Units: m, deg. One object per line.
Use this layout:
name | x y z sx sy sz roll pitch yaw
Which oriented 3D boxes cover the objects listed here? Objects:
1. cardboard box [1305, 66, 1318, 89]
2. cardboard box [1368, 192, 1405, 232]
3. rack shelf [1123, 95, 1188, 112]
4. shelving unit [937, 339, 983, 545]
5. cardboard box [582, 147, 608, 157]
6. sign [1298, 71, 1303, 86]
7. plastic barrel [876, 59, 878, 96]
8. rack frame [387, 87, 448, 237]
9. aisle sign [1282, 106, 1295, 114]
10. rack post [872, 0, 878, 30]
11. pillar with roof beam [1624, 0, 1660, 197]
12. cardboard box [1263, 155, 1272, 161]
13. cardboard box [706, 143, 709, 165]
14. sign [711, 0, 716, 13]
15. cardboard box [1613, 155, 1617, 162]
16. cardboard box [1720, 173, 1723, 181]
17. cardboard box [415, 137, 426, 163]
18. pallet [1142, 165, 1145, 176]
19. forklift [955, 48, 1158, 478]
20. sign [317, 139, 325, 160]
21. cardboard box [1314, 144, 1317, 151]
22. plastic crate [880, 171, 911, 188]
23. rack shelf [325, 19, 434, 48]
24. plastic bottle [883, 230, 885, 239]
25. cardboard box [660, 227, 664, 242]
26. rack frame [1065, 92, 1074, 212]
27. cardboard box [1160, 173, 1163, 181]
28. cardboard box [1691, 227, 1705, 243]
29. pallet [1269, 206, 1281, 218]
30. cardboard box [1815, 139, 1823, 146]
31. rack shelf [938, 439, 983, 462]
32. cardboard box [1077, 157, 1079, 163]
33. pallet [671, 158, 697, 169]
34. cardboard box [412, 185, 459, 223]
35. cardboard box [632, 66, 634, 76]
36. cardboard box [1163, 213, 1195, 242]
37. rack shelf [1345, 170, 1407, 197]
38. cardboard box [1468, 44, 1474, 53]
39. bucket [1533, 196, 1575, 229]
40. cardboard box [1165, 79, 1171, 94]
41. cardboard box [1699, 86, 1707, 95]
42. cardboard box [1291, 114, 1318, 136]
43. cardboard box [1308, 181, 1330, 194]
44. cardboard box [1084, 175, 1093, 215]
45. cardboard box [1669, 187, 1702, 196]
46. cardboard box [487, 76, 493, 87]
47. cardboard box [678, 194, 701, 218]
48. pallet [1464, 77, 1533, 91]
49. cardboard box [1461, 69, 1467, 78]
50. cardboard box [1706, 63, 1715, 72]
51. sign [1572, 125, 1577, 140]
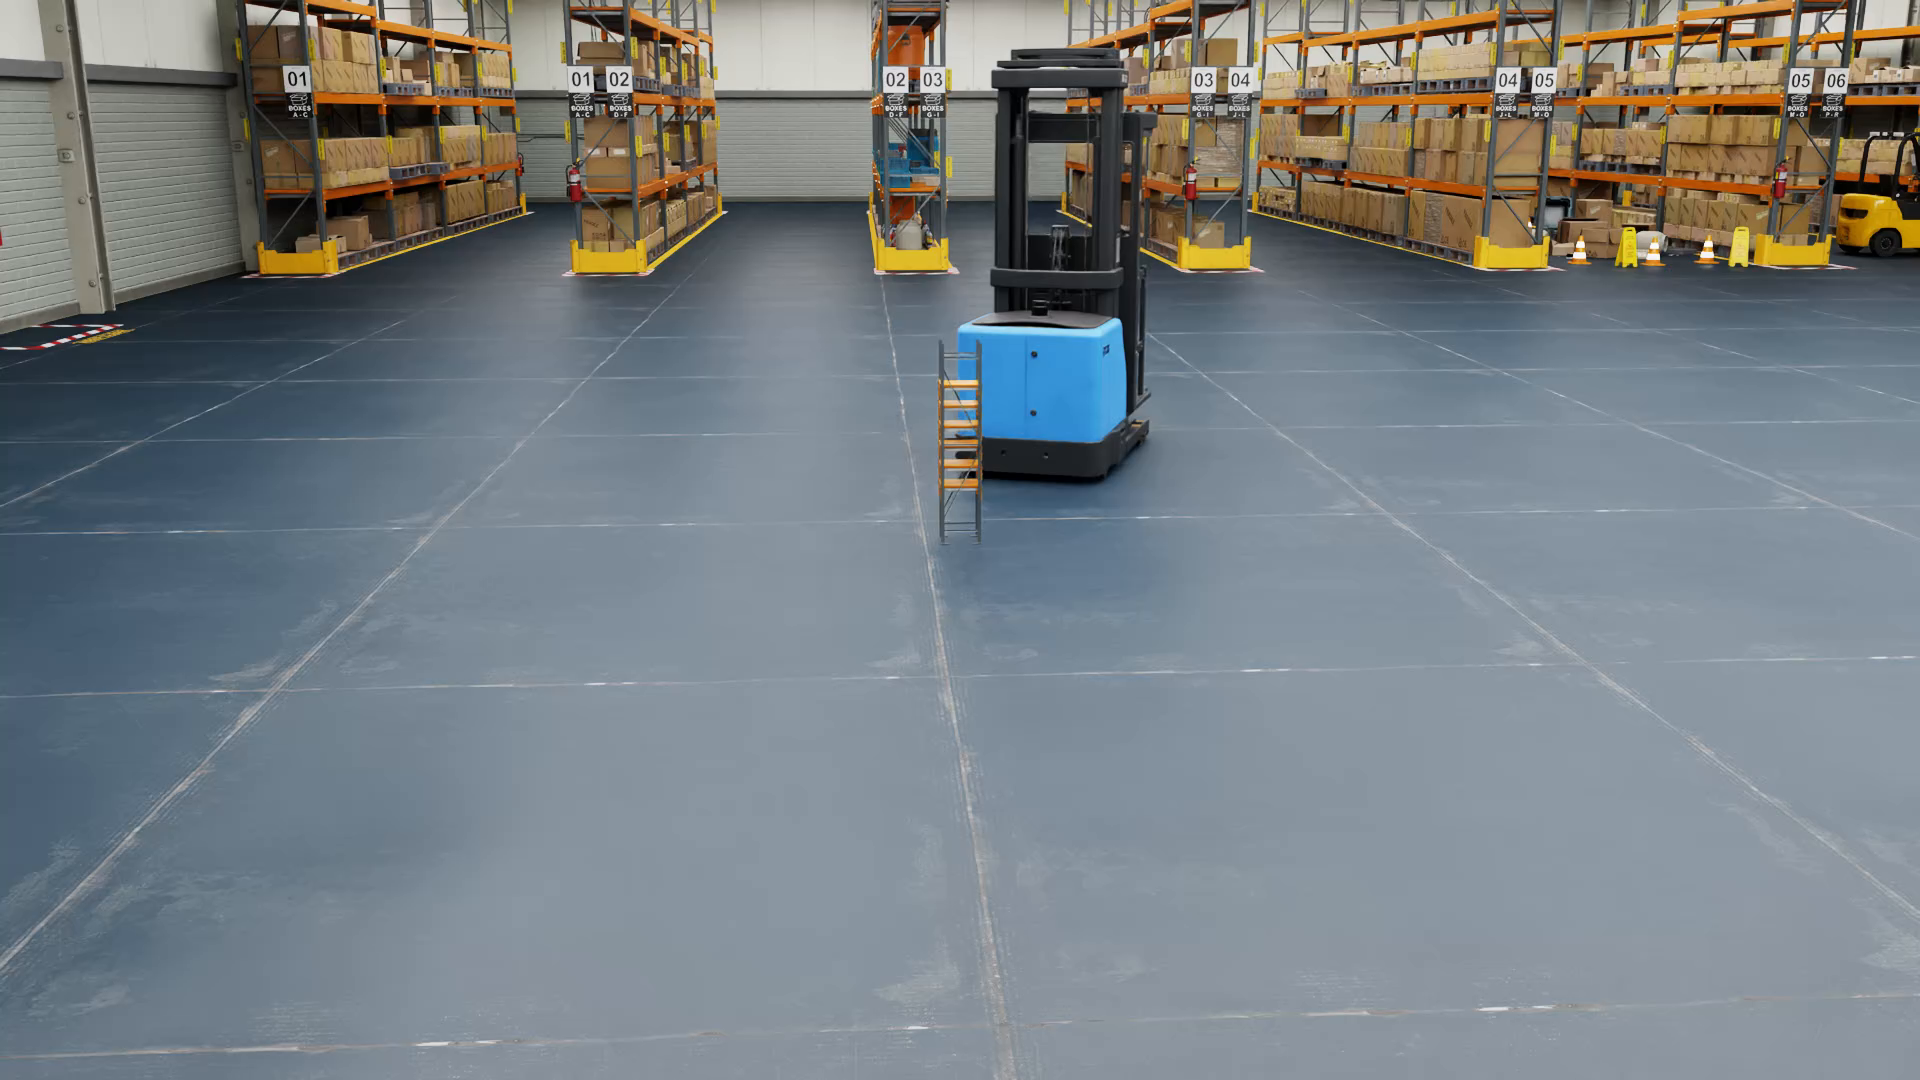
cardboard box | 8.342 -10.607 38.169 0.700 0.500 0.500 -1 14 -3
cardboard box | 8.739 -6.516 33.003 1.050 0.750 0.750 -1 14 -3
rack shelf | 3.843 -8.559 32.696 1.077 0.370 4.000 -1 14 -3
shelving unit | 0.001 -0.577 9.863 0.258 1.200 0.189 -1 14 -3
cardboard box | -5.887 -6.265 26.855 0.380 0.149 0.250 -1 14 -4
sign | 7.887 -10.691 38.502 0.100 0.325 0.005 -1 14 -3
plastic barrel | -1.350 -9.166 32.750 0.600 0.830 0.708 -1 14 -3
rack frame | -11.112 -7.723 34.022 1.000 3.000 0.127 -1 14 -3
aisle sign | 8.475 -11.275 42.611 0.394 0.787 0.004 -1 14 -3
rack post | -1.184 -10.372 31.876 1.013 1.000 3.121 -1 14 -3
pillar with roof beam | 14.504 -13.696 45.197 9.100 9.000 0.400 -1 14 -3
cardboard box | 7.893 -9.656 42.038 0.380 0.149 0.250 -1 14 -5
cardboard box | -6.211 -9.102 39.181 0.500 0.500 0.500 -1 14 -2
sign | -6.109 -13.228 41.186 0.100 0.325 0.005 -1 14 -3
cardboard box | 13.545 -7.767 33.853 0.380 0.149 0.250 0 14 -1
cardboard box | 13.794 -6.464 29.634 0.380 0.149 0.250 -1 14 -3
cardboard box | -11.012 -7.729 32.963 0.700 0.500 0.500 -2 15 -9
pallet | 4.065 -7.057 31.819 1.003 0.211 1.213 -1 14 -3
forklift | 0.861 -2.174 12.593 1.130 2.935 3.031 4 15 15
sign | -10.075 -6.161 26.214 0.100 0.325 0.005 -1 14 -3
cardboard box | 8.092 -8.730 37.002 0.380 0.149 0.250 -1 14 -5
plastic crate | -1.058 -5.934 27.368 0.499 0.251 0.616 -1 14 -3
rack shelf | -10.988 -9.589 31.481 1.077 0.370 4.000 -1 14 -3
plastic bottle | -1.305 -5.262 29.028 0.061 0.283 0.133 -1 14 -2
cardboard box | -5.674 -5.565 30.312 0.500 0.250 0.500 -1 14 -3
rack frame | 3.223 -9.942 42.647 1.000 3.000 0.127 -1 14 -3
cardboard box | 3.782 -6.467 29.646 0.380 0.149 0.250 -1 14 -3
cardboard box | 13.705 -5.567 30.318 0.500 0.250 0.500 -1 14 -4
pallet | 8.272 -8.119 41.157 1.003 0.211 1.213 -1 14 -3
cardboard box | 18.308 -8.395 35.133 0.380 0.149 0.250 -1 14 -2
rack shelf | 0.001 -0.534 9.874 0.258 0.103 0.180 -1 14 -3
cardboard box | 3.045 -9.216 40.329 0.380 0.149 0.250 -1 14 -4
pallet | -6.294 -8.191 36.226 1.003 0.211 1.213 -1 14 -3
cardboard box | -11.027 -7.070 34.956 0.750 0.750 0.750 -1 14 -4
cardboard box | -5.570 -7.708 27.326 0.380 0.149 0.250 -1 14 -3
cardboard box | 3.995 -5.708 30.364 0.500 0.500 0.500 4 15 14
rack shelf | 8.800 -7.158 33.270 1.077 0.370 4.000 -1 14 -3
cardboard box | 8.764 -8.252 27.919 0.380 0.149 0.250 -1 14 -2
bucket | 11.233 -6.161 31.473 0.726 0.611 0.620 4 5 16
cardboard box | 3.838 -7.835 28.741 0.500 0.250 0.500 -1 14 -4
cardboard box | 13.694 -8.171 30.250 0.380 0.149 0.250 0 14 -2
cardboard box | 8.129 -9.788 39.244 0.500 0.500 0.500 -1 14 -5
cardboard box | 8.246 -8.034 37.901 0.500 0.250 0.500 0 14 -2
cardboard box | 3.531 -7.963 38.375 1.225 0.875 0.875 -1 14 -3
cardboard box | 18.090 -8.540 41.373 0.700 0.500 0.500 -1 14 -6
cardboard box | -11.157 -10.652 38.646 0.500 0.250 0.500 -1 14 -5
cardboard box | -6.047 -7.431 37.023 0.500 0.500 0.500 -1 14 -3
pallet | 9.115 -7.608 27.735 1.003 0.211 1.213 -1 14 -3
cardboard box | 8.749 -7.928 28.259 0.380 0.149 0.250 -1 14 -4
cardboard box | 13.660 -8.488 29.878 0.380 0.149 0.250 -1 14 -5
sign | 13.056 -8.657 35.328 0.100 0.325 0.005 -1 14 -3
